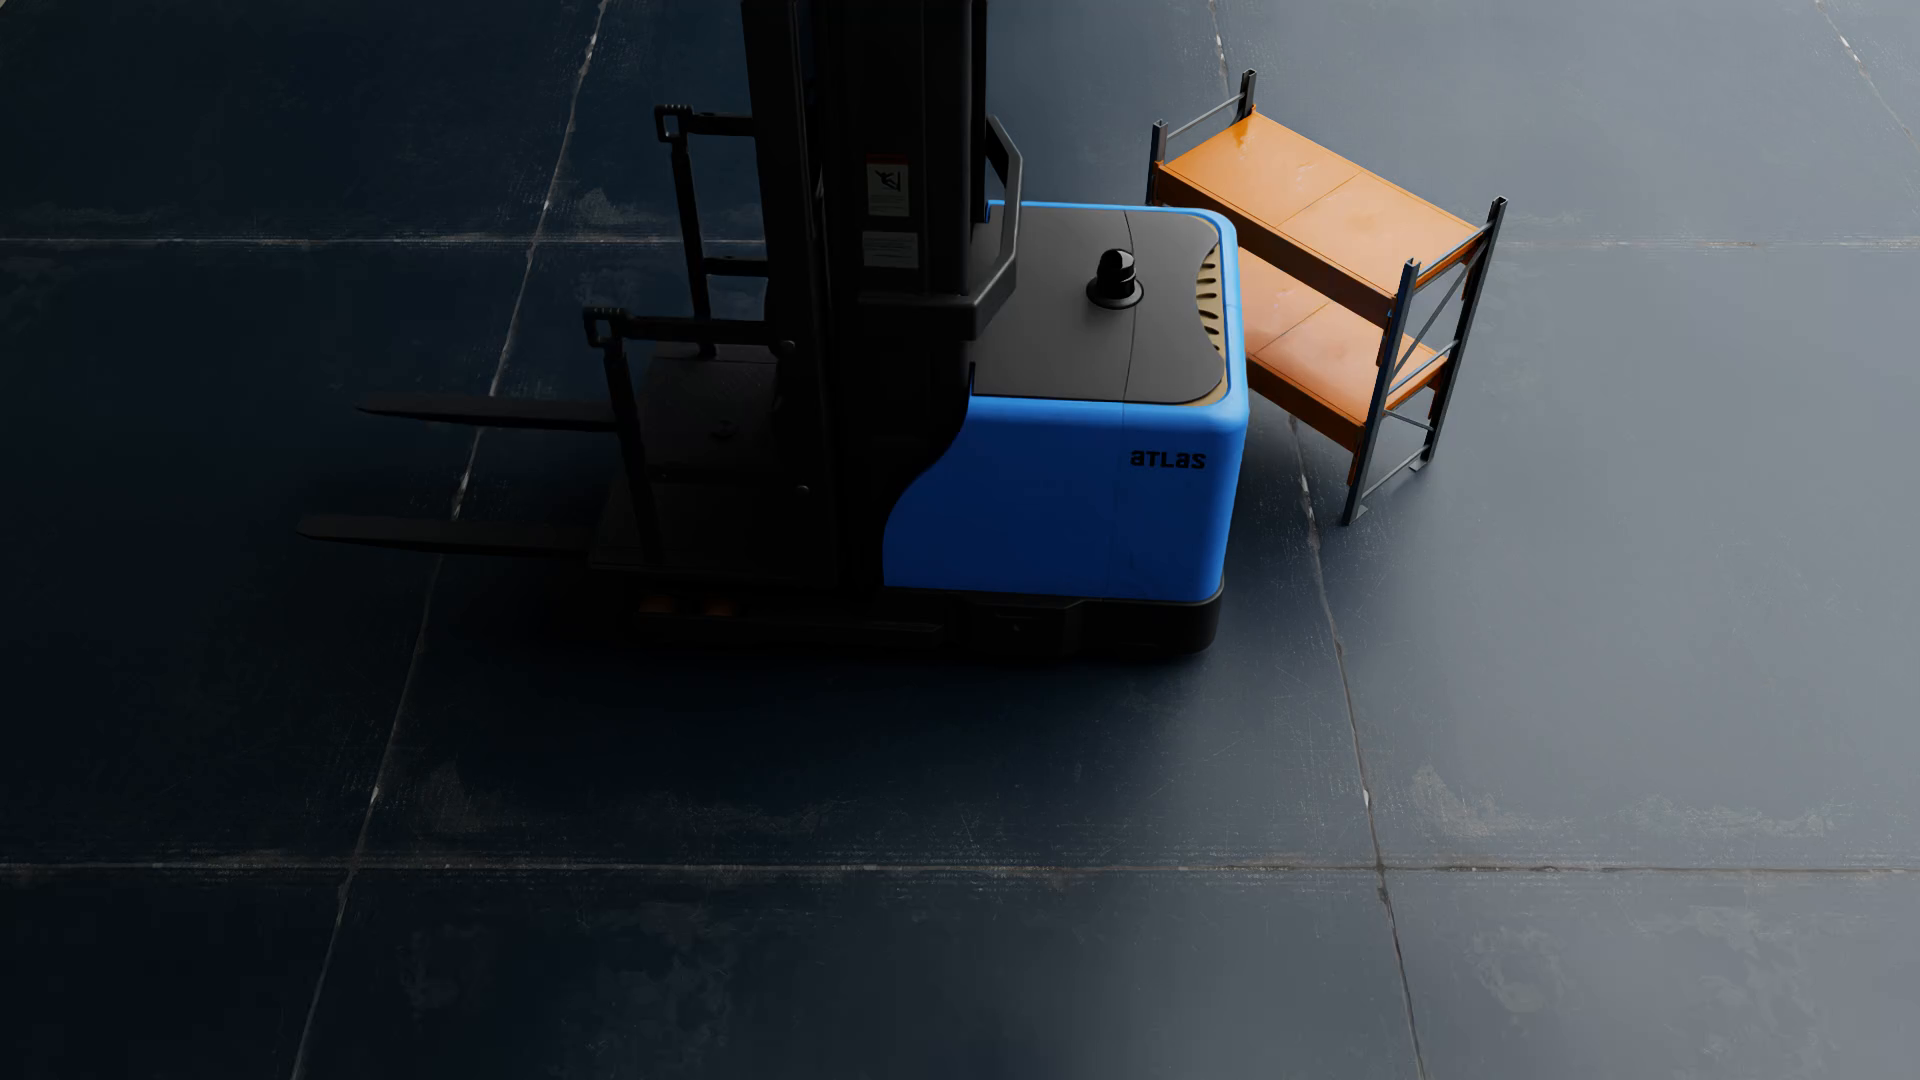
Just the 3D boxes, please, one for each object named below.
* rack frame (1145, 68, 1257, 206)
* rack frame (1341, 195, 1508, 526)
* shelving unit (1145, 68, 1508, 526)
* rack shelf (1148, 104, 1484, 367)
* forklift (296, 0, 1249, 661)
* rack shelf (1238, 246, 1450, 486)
[{"bbox_3d":[0.830,-1.109,6.014,0.500,1.125,0.032,-35,56,-28],"label":"rack frame"},{"bbox_3d":[1.526,-0.566,5.509,0.500,1.125,0.032,-35,56,-28],"label":"rack frame"},{"bbox_3d":[1.178,-0.837,5.761,0.538,1.125,1.048,-35,56,-28],"label":"shelving unit"},{"bbox_3d":[1.178,-1.037,5.547,0.538,0.278,1.000,-35,56,-28],"label":"rack shelf"},{"bbox_3d":[-0.655,-1.039,4.715,3.031,2.935,1.130,3,47,3],"label":"forklift"},{"bbox_3d":[1.178,-0.671,5.940,0.538,0.278,1.000,-35,56,-28],"label":"rack shelf"}]
